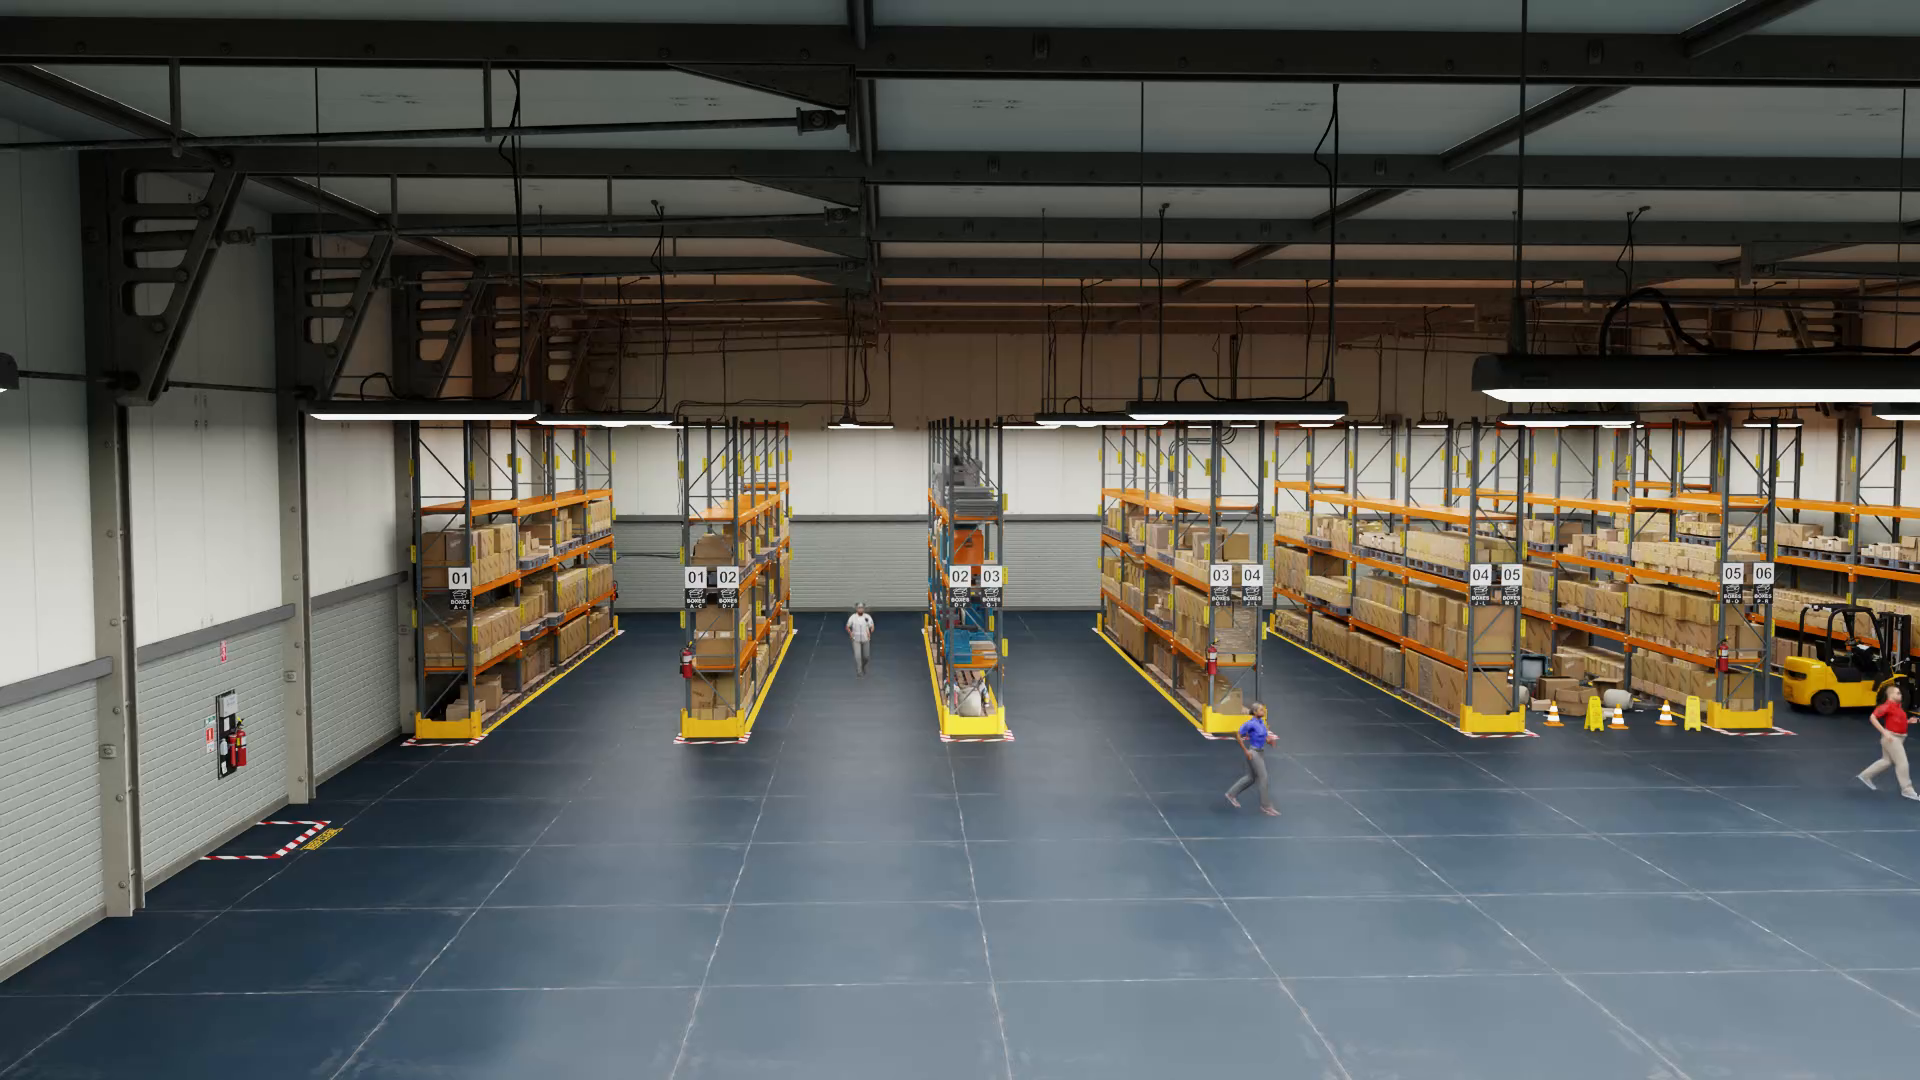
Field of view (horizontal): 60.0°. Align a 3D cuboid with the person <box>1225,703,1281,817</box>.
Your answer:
[{"bbox_3d":[4.406,3.265,24.961,0.882,1.672,0.579,2,4,23],"label":"person"}]

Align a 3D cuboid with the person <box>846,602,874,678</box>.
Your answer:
[{"bbox_3d":[-2.297,2.283,38.298,0.664,1.731,0.624,-1,4,-8],"label":"person"}]

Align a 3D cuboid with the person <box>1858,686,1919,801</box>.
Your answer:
[{"bbox_3d":[14.579,3.143,25.973,0.967,1.714,0.660,3,5,41],"label":"person"}]

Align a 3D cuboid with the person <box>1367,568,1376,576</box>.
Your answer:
[{"bbox_3d":[12.181,1.668,49.211,0.915,1.692,0.621,-1,4,-9],"label":"person"}]
